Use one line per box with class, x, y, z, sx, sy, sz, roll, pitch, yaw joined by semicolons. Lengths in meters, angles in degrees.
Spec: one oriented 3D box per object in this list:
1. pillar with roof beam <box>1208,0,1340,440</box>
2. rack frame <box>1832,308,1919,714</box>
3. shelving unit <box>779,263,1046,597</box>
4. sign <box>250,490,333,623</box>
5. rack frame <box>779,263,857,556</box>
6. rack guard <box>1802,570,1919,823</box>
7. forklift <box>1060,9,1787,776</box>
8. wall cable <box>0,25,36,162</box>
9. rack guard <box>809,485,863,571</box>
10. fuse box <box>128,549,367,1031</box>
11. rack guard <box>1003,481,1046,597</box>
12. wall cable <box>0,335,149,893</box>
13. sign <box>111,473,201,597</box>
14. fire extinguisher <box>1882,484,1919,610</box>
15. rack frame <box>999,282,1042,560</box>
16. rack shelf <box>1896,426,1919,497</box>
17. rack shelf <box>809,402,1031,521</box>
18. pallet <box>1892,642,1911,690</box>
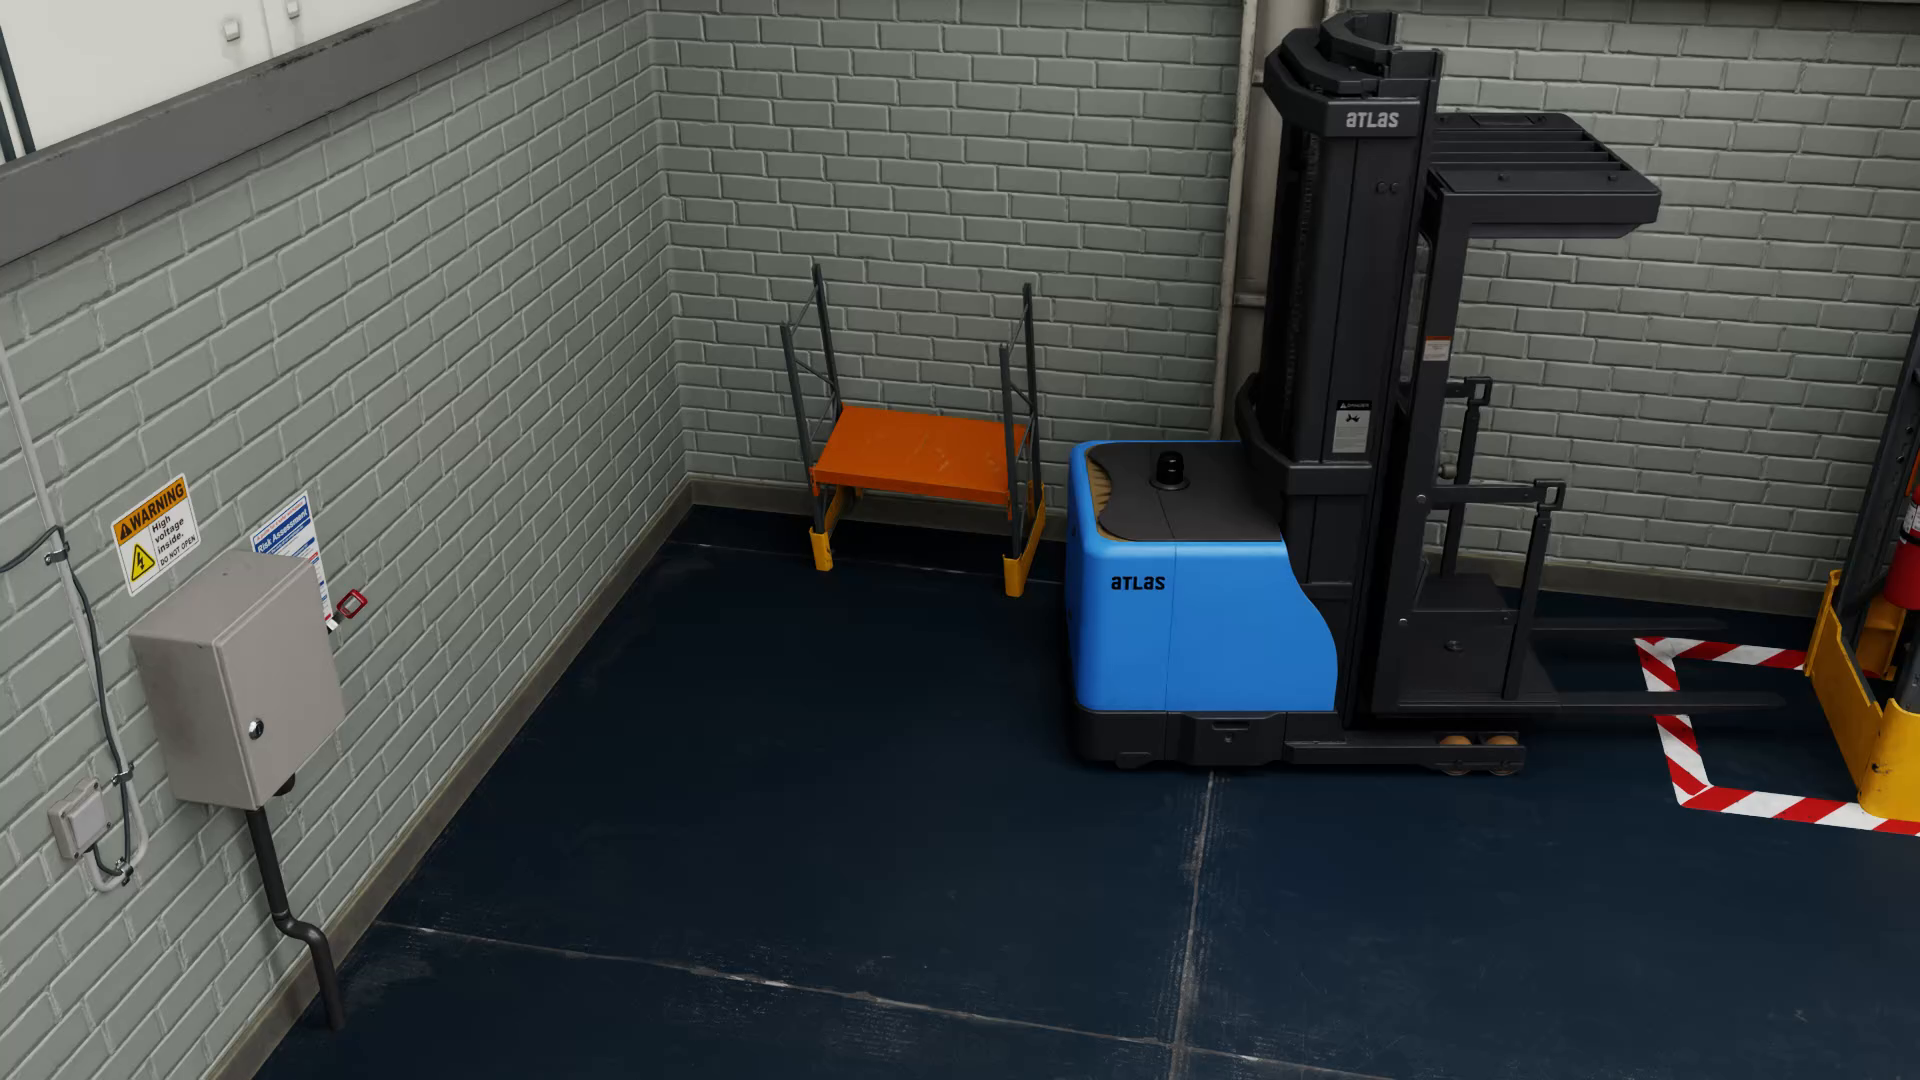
pillar with roof beam;0.521;-1.770;2.611;0.400;9.000;9.100;6;29;11
rack frame;3.869;-0.466;6.478;0.127;3.000;1.000;6;29;11
shelving unit;-0.199;-0.525;8.038;1.083;1.500;0.587;7;45;13
sign;-2.201;0.128;5.492;0.001;0.494;0.329;6;29;11
rack frame;-0.681;-0.587;8.154;0.032;1.500;0.500;7;45;13
rack guard;3.943;0.638;7.064;0.348;0.500;1.175;6;29;11
forklift;1.983;-0.557;6.716;3.031;2.935;1.130;0;29;0
wall cable;-2.008;-2.878;4.597;0.133;3.039;2.988;6;29;11
rack guard;-0.635;-0.134;8.582;0.087;0.250;0.587;7;45;13
fuse box;-2.102;0.904;5.317;0.414;1.711;0.539;6;29;11
rack guard;0.326;-0.010;8.351;0.087;0.250;0.587;7;45;13
wall cable;-2.399;0.198;4.207;0.122;1.984;0.588;6;29;11
sign;-2.316;-0.018;4.799;0.001;0.242;0.339;6;29;11
fire extinguisher;3.628;-0.066;6.216;0.183;0.674;0.296;6;29;11
rack frame;0.300;-0.460;7.918;0.032;1.500;0.500;7;45;13
rack shelf;5.825;0.050;6.284;4.000;0.370;1.077;6;29;11
rack shelf;-0.177;-0.393;8.159;1.000;0.185;0.538;7;45;13
pallet;4.723;0.844;6.988;1.213;0.211;1.003;6;29;11
